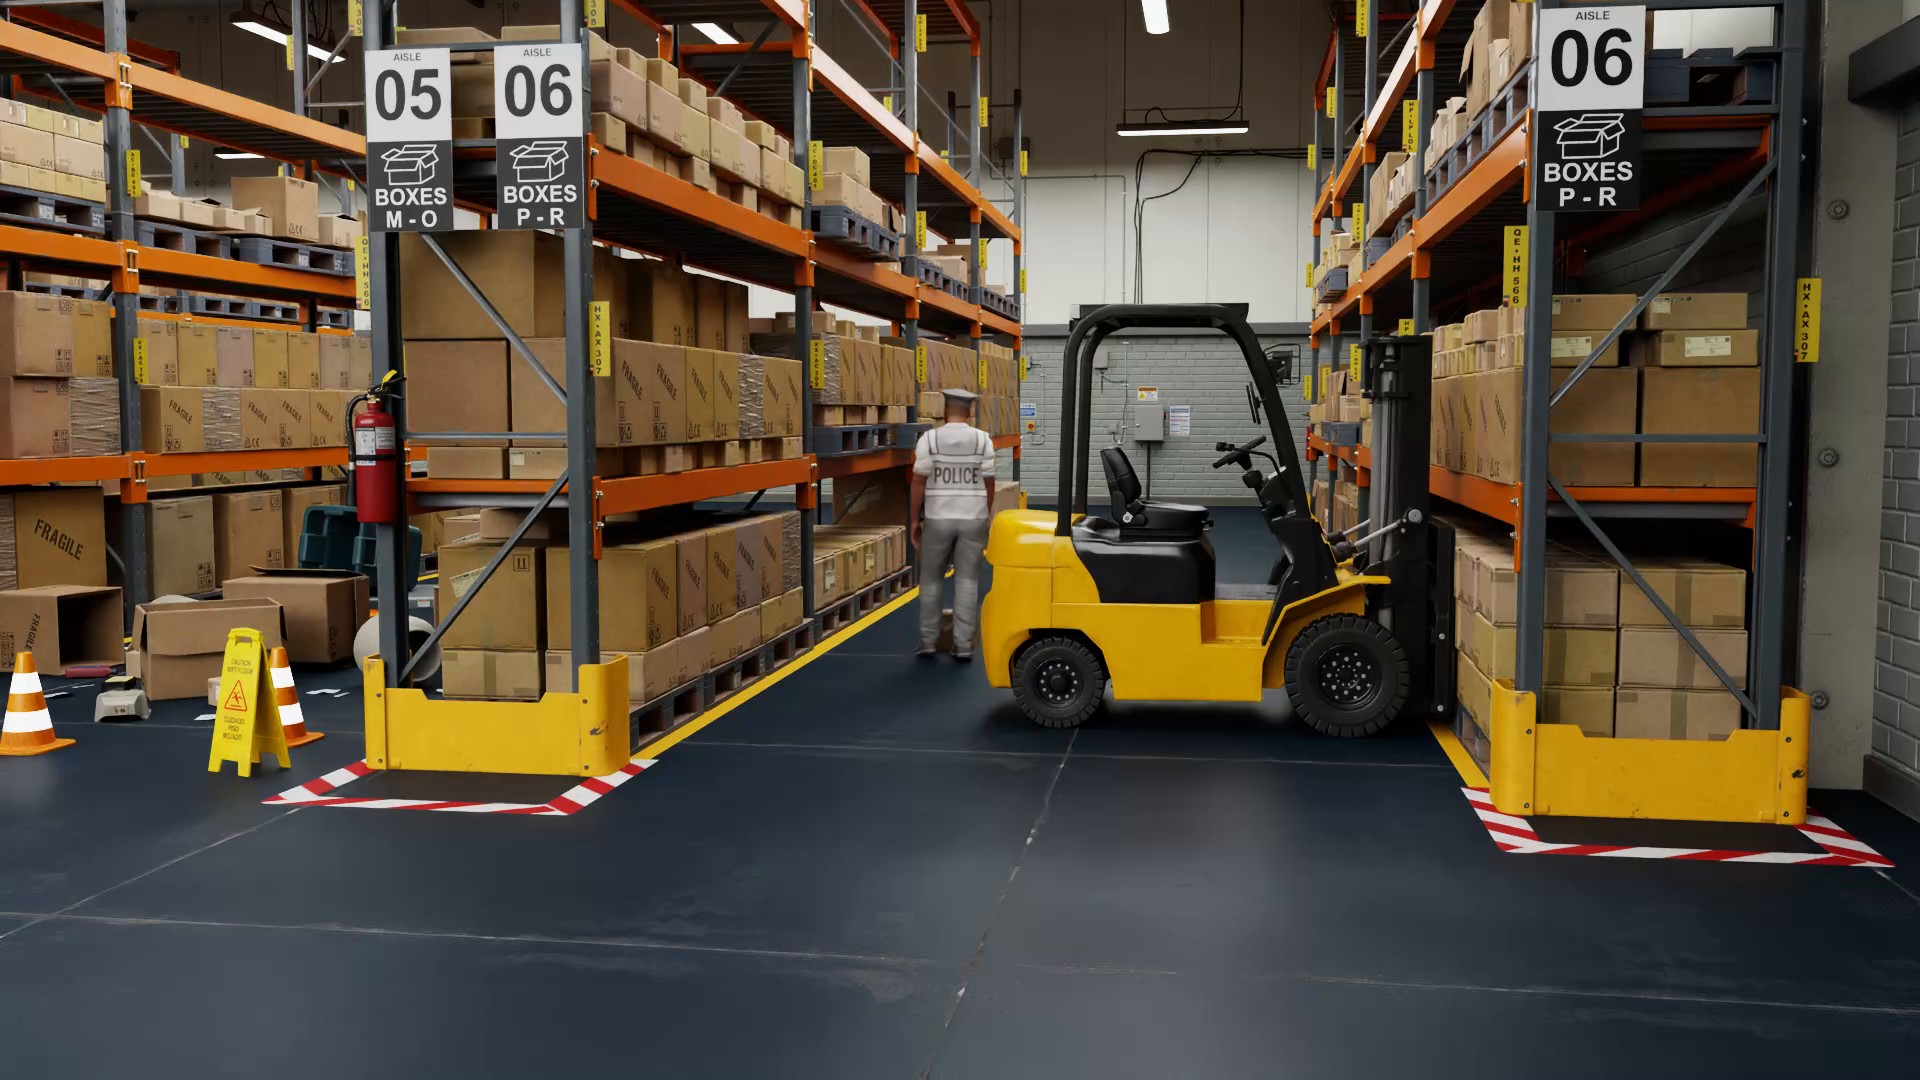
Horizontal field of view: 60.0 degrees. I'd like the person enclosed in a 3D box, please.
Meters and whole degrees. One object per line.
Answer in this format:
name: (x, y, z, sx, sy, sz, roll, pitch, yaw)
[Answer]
person: (-0.053, -0.097, 10.875, 0.559, 1.782, 0.517, 0, 4, -5)
